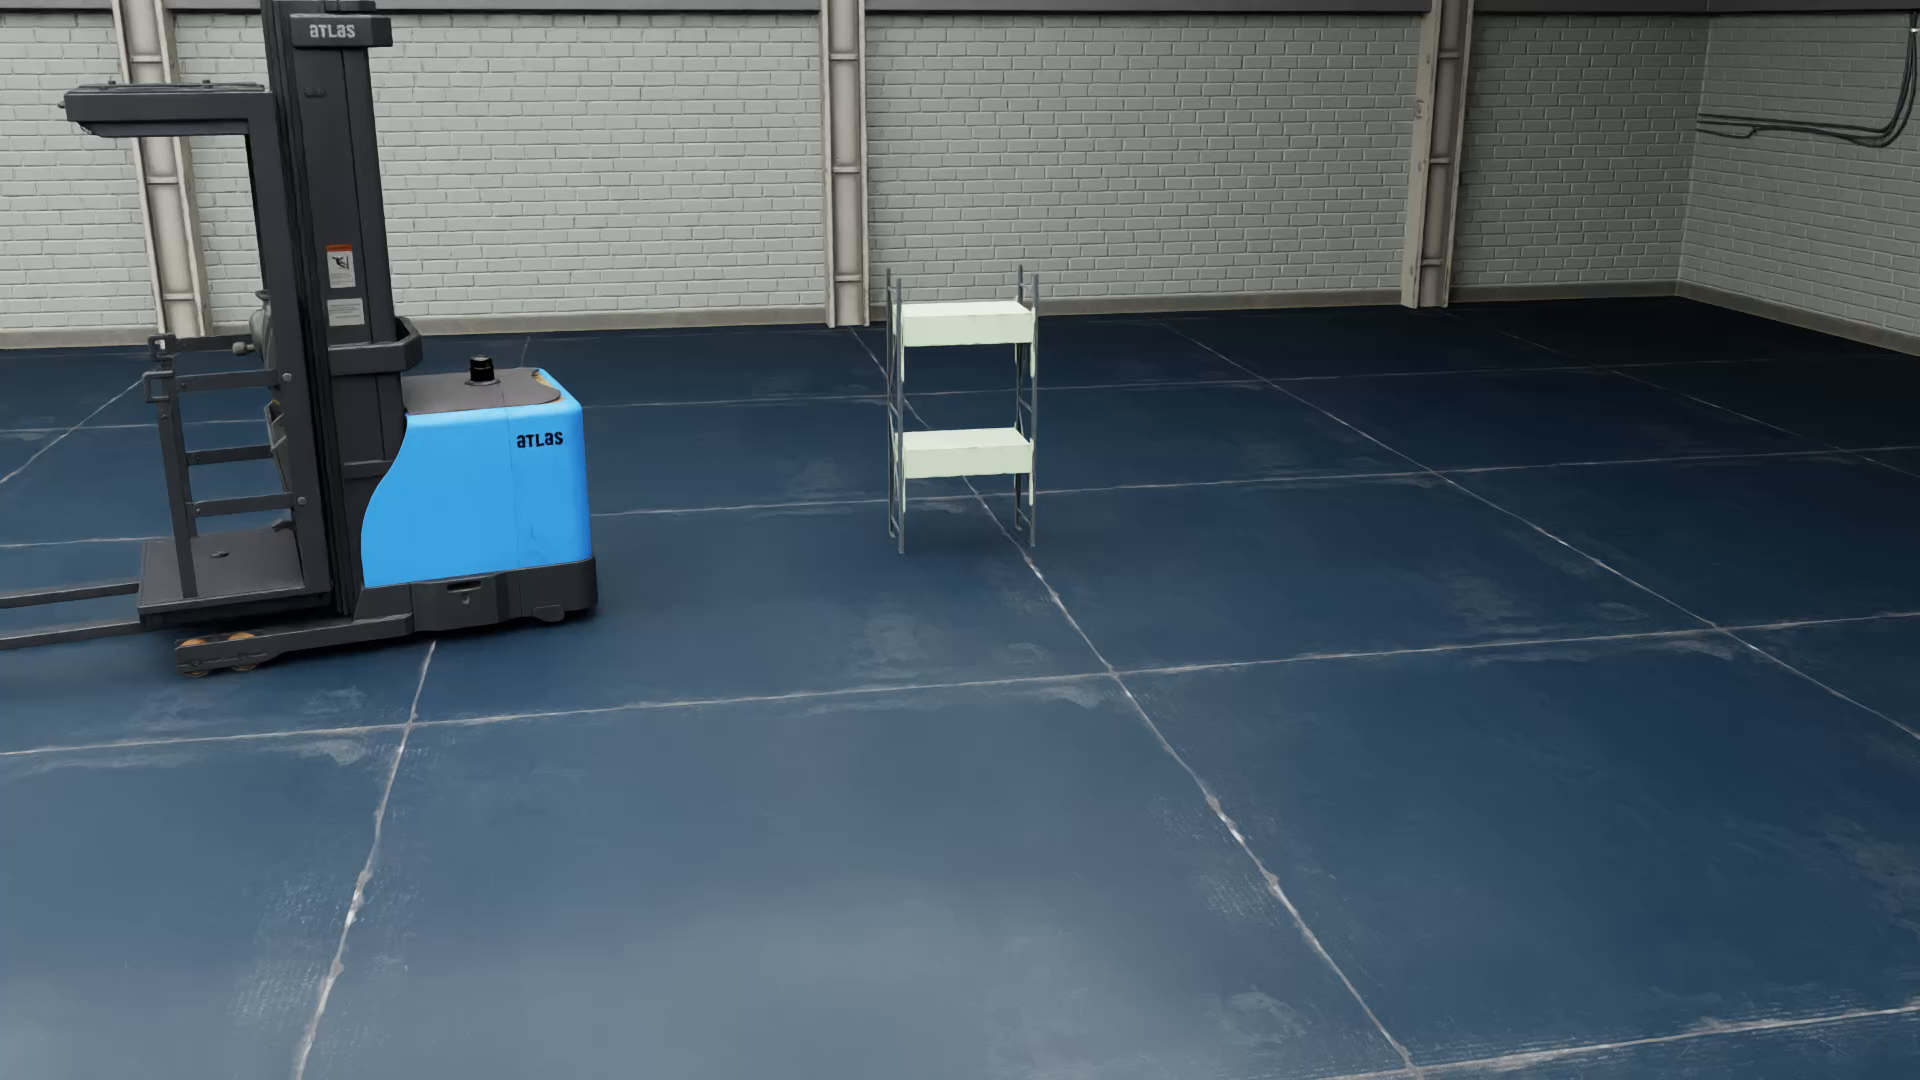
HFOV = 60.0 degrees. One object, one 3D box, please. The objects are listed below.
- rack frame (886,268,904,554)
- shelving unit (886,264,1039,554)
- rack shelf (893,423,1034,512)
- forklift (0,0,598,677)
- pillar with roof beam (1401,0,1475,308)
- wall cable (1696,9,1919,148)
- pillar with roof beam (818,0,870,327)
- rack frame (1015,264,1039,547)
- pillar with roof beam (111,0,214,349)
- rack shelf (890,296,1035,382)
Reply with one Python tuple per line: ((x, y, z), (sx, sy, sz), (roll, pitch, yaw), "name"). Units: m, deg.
((-0.353, -0.697, 9.026), (0.023, 1.500, 0.400), (-3, 17, -10), "rack frame")
((0.007, -0.717, 9.093), (0.755, 1.500, 0.431), (-3, 17, -10), "shelving unit")
((0.007, -0.406, 9.189), (0.720, 0.370, 0.431), (-3, 17, -10), "rack shelf")
((-3.322, -0.971, 7.481), (3.031, 2.935, 1.130), (-7, 19, -23), "forklift")
((5.618, -5.489, 11.858), (0.400, 9.000, 9.100), (-3, 17, -10), "pillar with roof beam")
((7.945, -5.029, 15.647), (0.112, 2.526, 3.097), (-3, 17, -10), "wall cable")
((-0.273, -5.155, 10.770), (0.400, 9.000, 9.100), (-3, 17, -10), "pillar with roof beam")
((0.366, -0.738, 9.159), (0.023, 1.500, 0.400), (-3, 17, -10), "rack frame")
((-6.164, -4.821, 9.682), (0.400, 9.000, 9.100), (-3, 17, -10), "pillar with roof beam")
((0.007, -1.090, 8.978), (0.720, 0.370, 0.431), (-3, 17, -10), "rack shelf")
